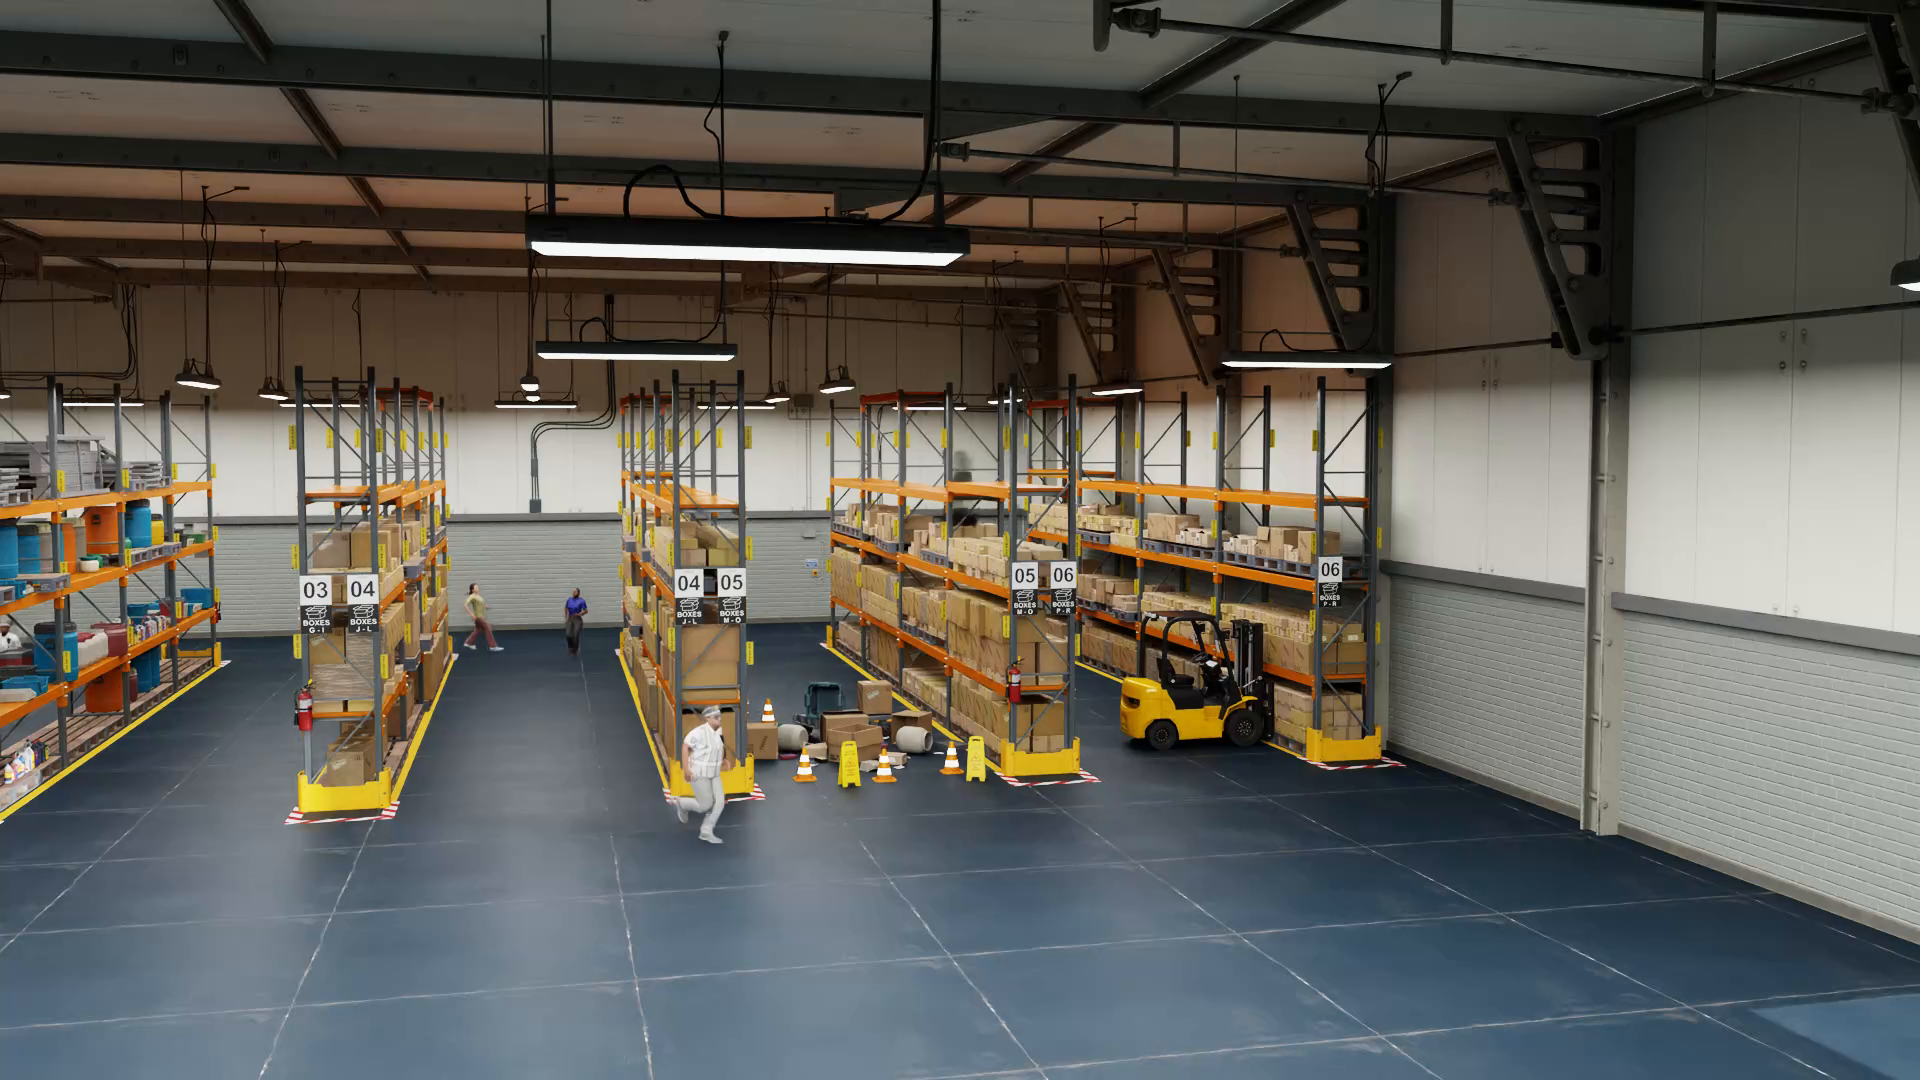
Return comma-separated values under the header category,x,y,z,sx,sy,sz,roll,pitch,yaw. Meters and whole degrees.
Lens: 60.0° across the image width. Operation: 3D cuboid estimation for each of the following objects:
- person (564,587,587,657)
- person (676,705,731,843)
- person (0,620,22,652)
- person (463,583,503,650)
category,x,y,z,sx,sy,sz,roll,pitch,yaw
person,-8.909,1.912,38.466,0.589,1.636,0.536,0,3,4
person,-3.224,2.920,20.828,0.719,1.741,0.696,2,4,30
person,-17.826,2.314,31.056,0.561,1.667,0.567,-1,4,-17
person,-11.293,1.816,39.272,0.930,1.618,0.615,0,3,-7
